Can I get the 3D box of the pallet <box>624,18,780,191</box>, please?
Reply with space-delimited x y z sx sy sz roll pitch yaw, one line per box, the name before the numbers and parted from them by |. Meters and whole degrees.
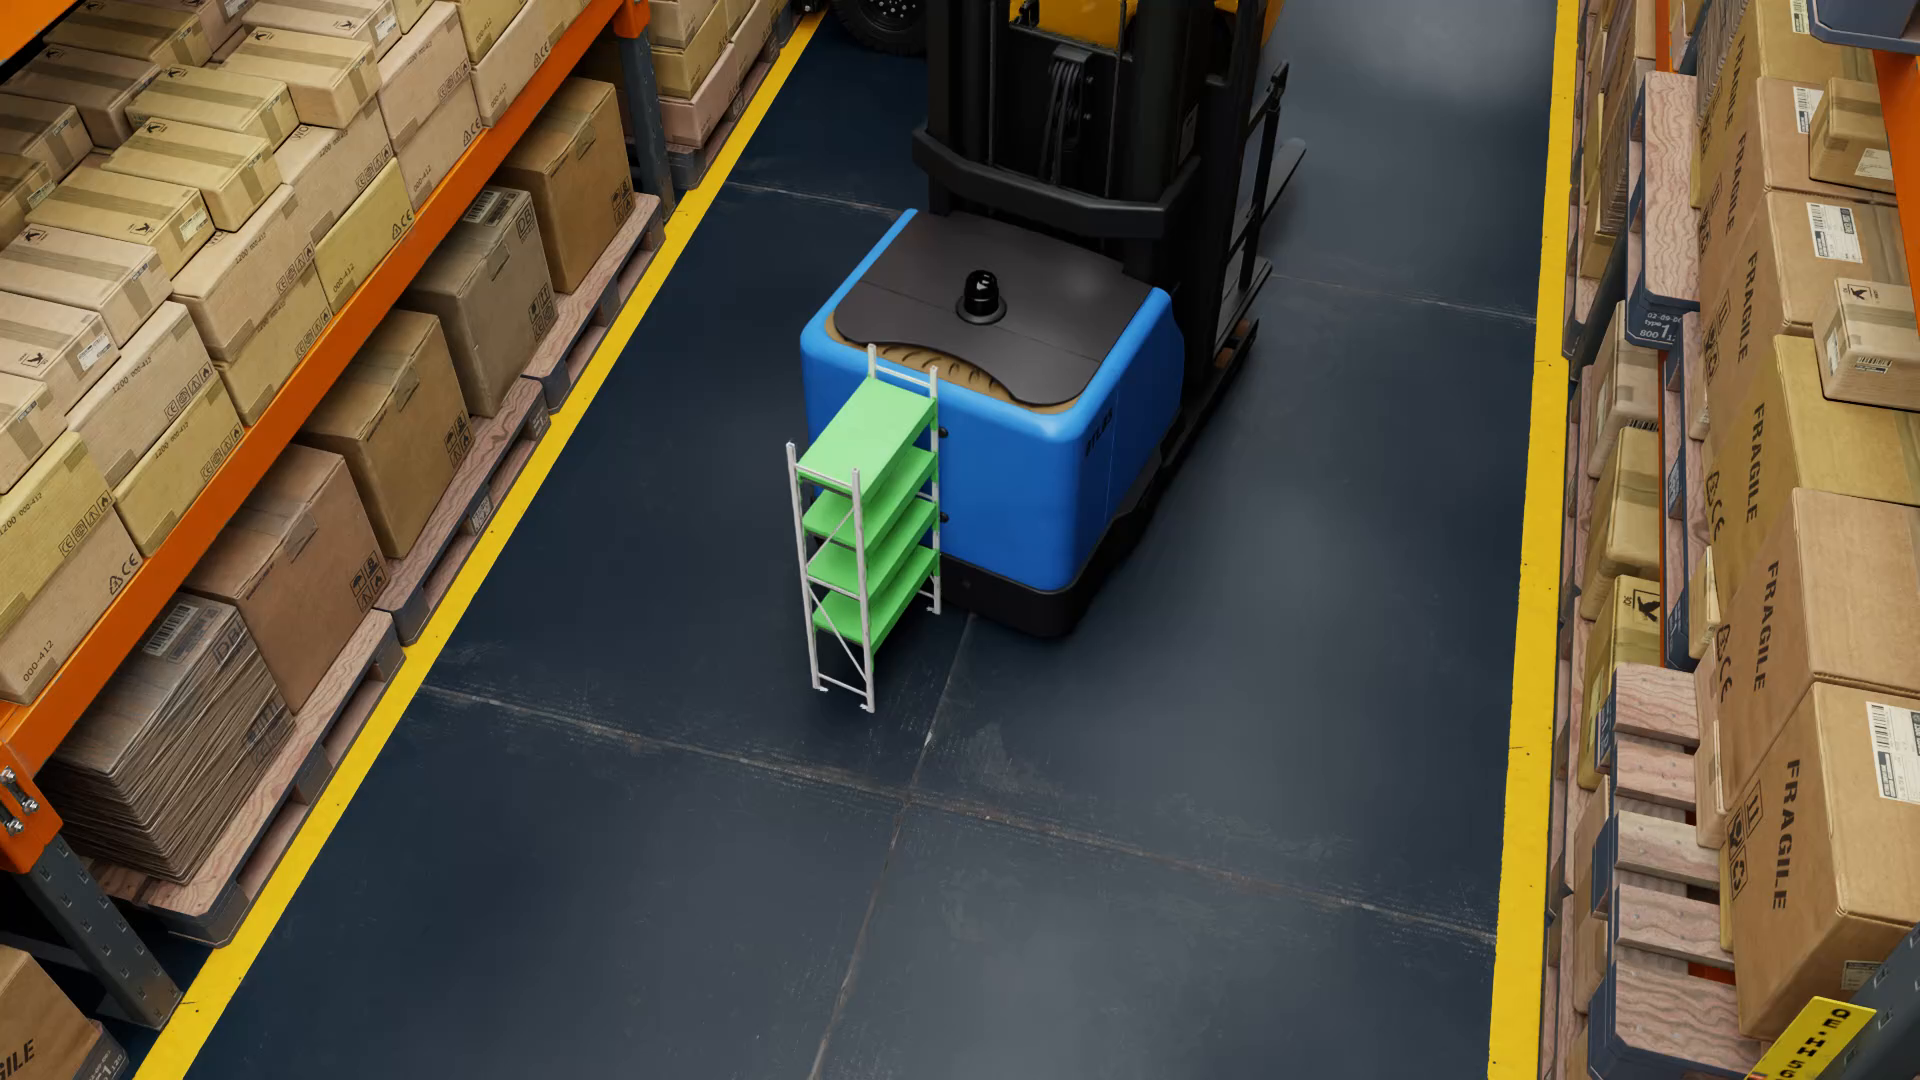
pallet | -1.542 -2.207 8.057 1.003 0.211 1.213 12 50 10

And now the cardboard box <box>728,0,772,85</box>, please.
cardboard box | -1.226 -2.447 7.963 0.500 0.250 0.500 11 49 9

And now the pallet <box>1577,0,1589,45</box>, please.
pallet | 3.783 -2.921 8.687 1.003 0.211 1.213 12 50 10

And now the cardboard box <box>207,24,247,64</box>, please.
cardboard box | -2.461 -1.631 5.456 0.500 0.250 0.500 10 49 9

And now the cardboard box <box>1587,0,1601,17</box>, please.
cardboard box | 3.430 -2.812 8.285 0.500 0.250 0.500 13 50 11

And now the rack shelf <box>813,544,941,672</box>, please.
rack shelf | -0.290 0.193 5.685 0.258 0.148 0.480 21 52 18

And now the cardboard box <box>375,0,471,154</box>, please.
cardboard box | -1.943 -1.531 5.367 0.500 0.250 0.500 12 50 11

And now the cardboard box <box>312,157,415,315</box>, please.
cardboard box | -2.088 -1.004 5.236 0.500 0.250 0.500 13 50 11

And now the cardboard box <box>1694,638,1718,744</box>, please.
cardboard box | 1.902 0.388 3.794 0.380 0.149 0.250 9 49 8

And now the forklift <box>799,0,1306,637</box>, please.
forklift | 0.581 -1.741 5.831 1.130 2.935 3.031 21 52 18

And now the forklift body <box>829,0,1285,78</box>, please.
forklift body | 0.522 -3.443 7.855 2.313 2.155 1.214 12 50 10

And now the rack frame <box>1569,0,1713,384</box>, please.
rack frame | 2.998 -1.586 5.649 1.000 3.000 0.127 12 50 10

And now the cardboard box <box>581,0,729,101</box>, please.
cardboard box | -1.367 -2.246 7.452 0.500 0.250 0.500 11 50 10

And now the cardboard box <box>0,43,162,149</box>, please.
cardboard box | -2.569 -1.307 4.903 0.380 0.149 0.250 13 50 11

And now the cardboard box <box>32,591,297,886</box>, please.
cardboard box | -2.667 0.529 5.086 0.875 0.625 0.625 13 50 11

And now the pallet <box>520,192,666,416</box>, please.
pallet | -1.948 -1.099 7.079 1.003 0.211 1.213 12 50 10

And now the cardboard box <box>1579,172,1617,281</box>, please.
cardboard box | 2.894 -1.296 6.947 0.500 0.250 0.500 14 50 12

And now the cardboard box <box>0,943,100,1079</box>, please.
cardboard box | -2.749 1.367 4.430 0.500 0.500 0.500 13 50 11

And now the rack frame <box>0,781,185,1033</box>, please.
rack frame | -2.845 0.331 3.958 1.000 3.000 0.127 12 50 10

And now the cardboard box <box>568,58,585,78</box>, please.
cardboard box | -1.861 -2.350 7.544 0.500 0.250 0.500 11 49 9

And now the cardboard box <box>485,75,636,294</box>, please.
cardboard box | -1.919 -1.536 6.909 0.875 0.625 0.625 14 50 12

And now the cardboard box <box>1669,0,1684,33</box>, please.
cardboard box | 2.847 -1.977 6.162 0.380 0.149 0.250 13 50 11

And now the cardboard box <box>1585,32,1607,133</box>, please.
cardboard box | 3.163 -2.050 7.612 0.500 0.250 0.500 12 50 11

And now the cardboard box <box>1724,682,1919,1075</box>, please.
cardboard box | 1.796 0.653 3.128 0.500 0.500 0.500 10 49 9

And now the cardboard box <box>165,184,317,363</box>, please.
cardboard box | -2.204 -0.795 4.718 0.500 0.250 0.500 10 49 9

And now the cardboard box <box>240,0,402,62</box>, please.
cardboard box | -1.976 -1.589 5.153 0.380 0.149 0.250 12 50 10

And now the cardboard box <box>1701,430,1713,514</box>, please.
cardboard box | 2.136 -0.168 4.285 0.380 0.149 0.250 10 49 9

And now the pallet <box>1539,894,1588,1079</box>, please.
pallet | 2.152 1.665 4.640 1.003 0.211 1.213 12 50 10

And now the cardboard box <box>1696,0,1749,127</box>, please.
cardboard box | 2.598 -1.574 5.093 0.500 0.500 0.500 13 50 11

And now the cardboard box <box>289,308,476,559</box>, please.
cardboard box | -2.326 -0.432 5.935 0.875 0.625 0.625 10 49 8

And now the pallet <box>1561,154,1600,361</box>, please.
pallet | 3.140 -1.156 7.129 1.003 0.211 1.213 12 50 10

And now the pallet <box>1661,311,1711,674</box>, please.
pallet | 2.426 -0.069 4.438 1.003 0.211 1.213 12 50 10

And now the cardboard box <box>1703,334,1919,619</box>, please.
cardboard box | 2.053 -0.088 3.782 0.500 0.500 0.500 9 49 7

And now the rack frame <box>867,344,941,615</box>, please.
rack frame | -0.179 -0.171 5.601 0.240 1.200 0.015 21 52 18

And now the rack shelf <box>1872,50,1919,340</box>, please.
rack shelf | 2.471 -0.894 3.517 1.077 0.370 4.000 12 50 10

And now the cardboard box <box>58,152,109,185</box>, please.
cardboard box | -2.727 -0.897 4.808 0.500 0.250 0.500 11 50 10

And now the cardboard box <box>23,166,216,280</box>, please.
cardboard box | -2.271 -0.853 4.503 0.380 0.149 0.250 12 50 10

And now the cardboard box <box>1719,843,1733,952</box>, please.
cardboard box | 1.805 0.760 3.466 0.380 0.149 0.250 12 50 11

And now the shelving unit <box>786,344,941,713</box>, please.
shelving unit | -0.291 -0.008 5.457 0.258 1.200 0.503 21 52 18

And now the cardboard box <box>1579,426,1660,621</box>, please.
cardboard box | 2.676 0.045 5.682 0.950 0.372 0.625 14 50 12

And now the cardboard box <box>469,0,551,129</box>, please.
cardboard box | -1.799 -1.732 5.878 0.500 0.250 0.500 11 50 10

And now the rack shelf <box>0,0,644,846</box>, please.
rack shelf | -2.318 -0.878 5.504 1.077 0.370 4.000 12 50 10

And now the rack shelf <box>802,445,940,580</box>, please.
rack shelf | -0.291 -0.125 5.325 0.258 0.148 0.480 21 52 18

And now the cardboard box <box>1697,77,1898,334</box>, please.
cardboard box | 2.323 -0.857 4.460 0.500 0.500 0.500 11 50 10

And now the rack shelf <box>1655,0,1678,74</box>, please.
rack shelf | 3.524 -2.794 7.196 1.077 0.370 4.000 12 50 10

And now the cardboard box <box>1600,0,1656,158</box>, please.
cardboard box | 3.027 -1.912 6.991 0.500 0.500 0.500 12 50 11

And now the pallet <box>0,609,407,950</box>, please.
pallet | -2.590 0.666 5.522 1.003 0.211 1.213 12 50 10

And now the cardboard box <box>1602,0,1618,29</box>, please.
cardboard box | 3.292 -2.670 7.659 0.500 0.500 0.500 12 50 11

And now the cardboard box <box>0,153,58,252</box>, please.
cardboard box | -2.725 -0.944 4.583 0.380 0.149 0.250 11 50 10

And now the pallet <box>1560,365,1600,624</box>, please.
pallet | 2.794 -0.100 6.197 1.003 0.211 1.213 12 50 10

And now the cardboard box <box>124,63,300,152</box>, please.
cardboard box | -2.172 -1.232 4.838 0.380 0.149 0.250 12 50 10

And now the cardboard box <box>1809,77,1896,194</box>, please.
cardboard box | 2.346 -0.995 4.149 0.380 0.149 0.250 14 50 12

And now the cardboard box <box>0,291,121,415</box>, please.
cardboard box | -2.365 -0.474 4.168 0.380 0.149 0.250 13 50 11

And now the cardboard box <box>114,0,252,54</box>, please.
cardboard box | -2.478 -1.687 5.239 0.380 0.149 0.250 11 50 10

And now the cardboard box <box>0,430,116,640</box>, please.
cardboard box | -2.468 -0.053 4.063 0.500 0.250 0.500 12 50 10

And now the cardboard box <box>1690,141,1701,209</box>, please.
cardboard box | 2.473 -1.125 5.130 0.380 0.149 0.250 12 50 11

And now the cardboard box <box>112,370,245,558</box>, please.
cardboard box | -2.355 -0.255 4.575 0.500 0.250 0.500 11 49 9

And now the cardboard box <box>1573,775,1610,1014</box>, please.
cardboard box | 2.290 1.096 4.755 0.950 0.372 0.625 11 49 9
